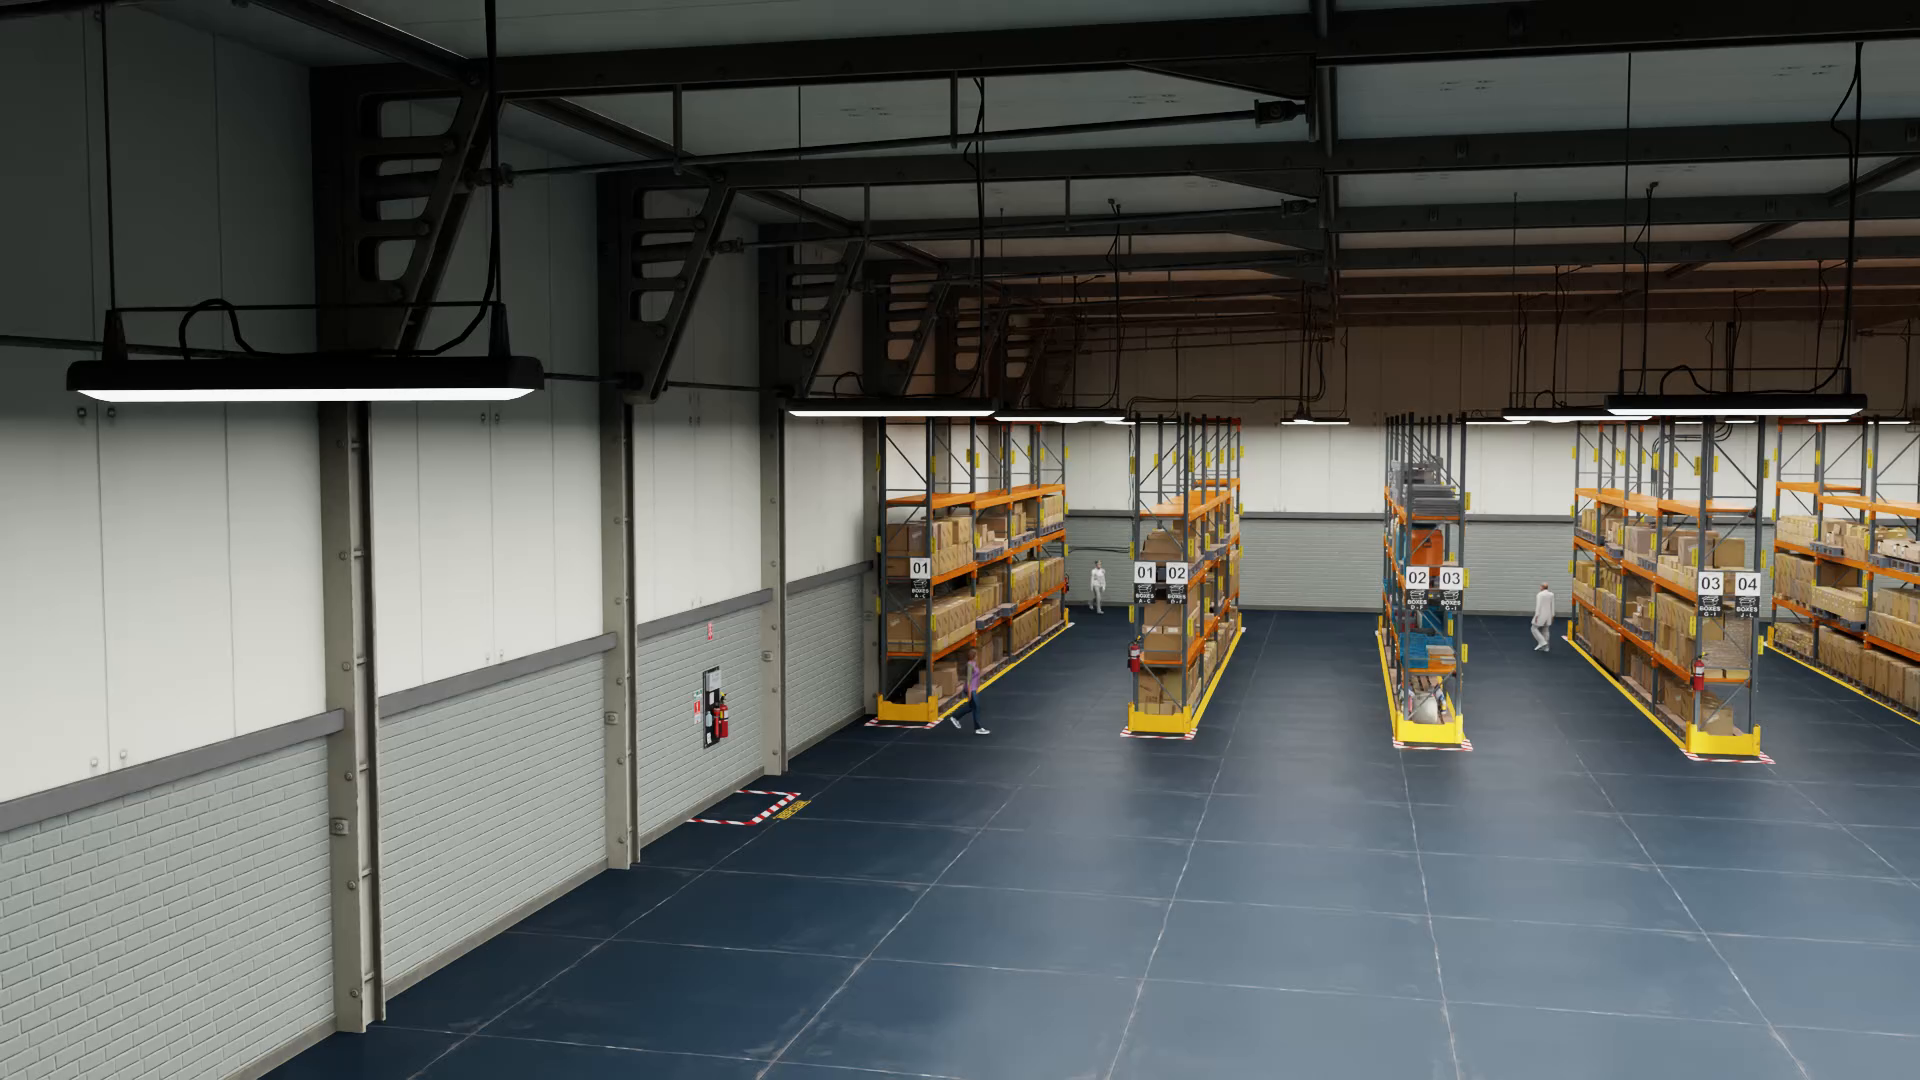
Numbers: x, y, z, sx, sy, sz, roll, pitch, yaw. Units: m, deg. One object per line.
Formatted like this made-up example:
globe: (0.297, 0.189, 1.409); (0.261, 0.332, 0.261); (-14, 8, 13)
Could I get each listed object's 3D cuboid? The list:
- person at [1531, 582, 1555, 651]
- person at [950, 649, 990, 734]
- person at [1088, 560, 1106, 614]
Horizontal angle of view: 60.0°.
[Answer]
person: (14.947, 1.957, 42.513); (0.638, 1.779, 0.536); (-2, 4, -24)
person: (0.190, 2.818, 31.145); (0.764, 1.574, 0.445); (1, 4, 7)
person: (4.219, 1.422, 51.262); (0.472, 1.643, 0.822); (-3, 5, -39)
